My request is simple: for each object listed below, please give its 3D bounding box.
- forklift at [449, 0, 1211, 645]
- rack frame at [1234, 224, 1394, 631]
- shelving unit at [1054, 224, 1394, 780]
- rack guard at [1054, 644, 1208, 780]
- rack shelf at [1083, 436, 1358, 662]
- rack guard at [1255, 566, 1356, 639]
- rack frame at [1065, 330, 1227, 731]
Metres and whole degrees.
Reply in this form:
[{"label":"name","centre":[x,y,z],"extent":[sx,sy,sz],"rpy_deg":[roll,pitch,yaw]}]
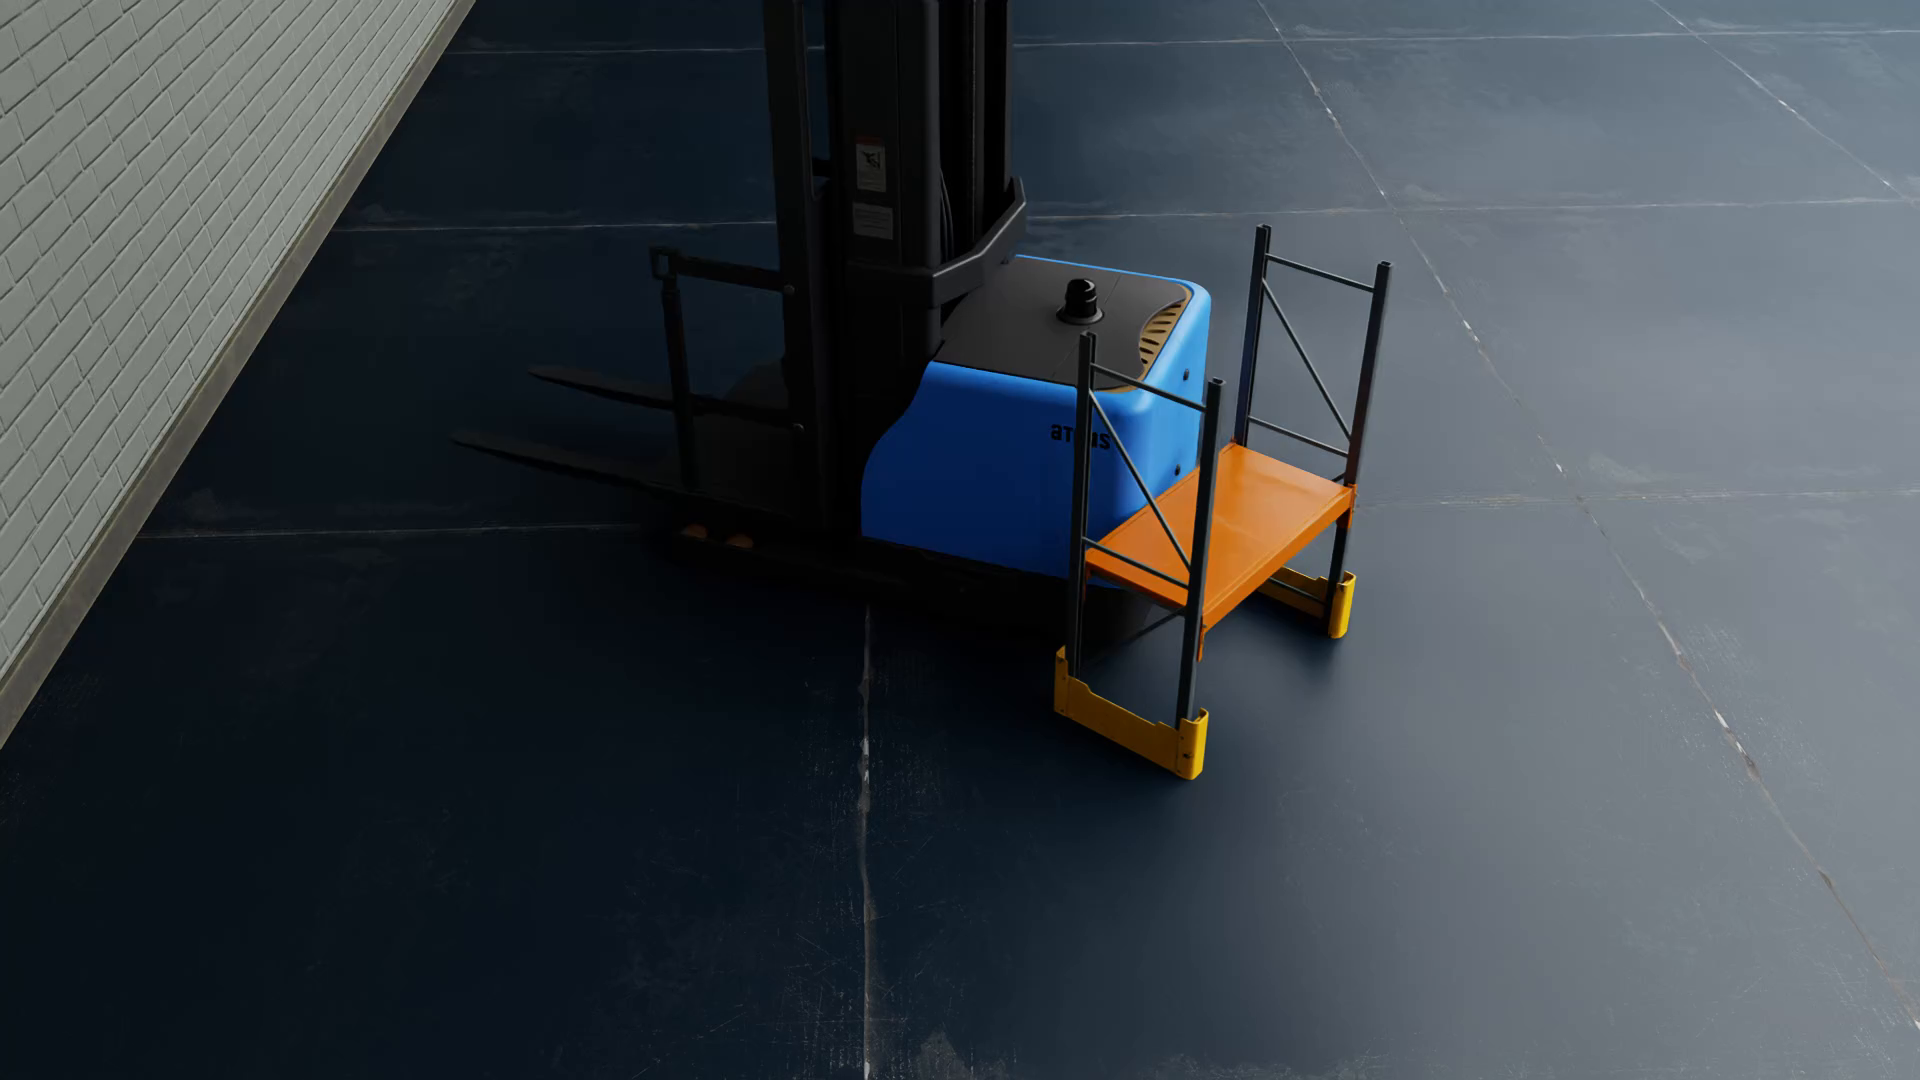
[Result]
[{"label":"forklift","centre":[-0.614,-1.327,6.093],"extent":[3.031,2.935,1.130],"rpy_deg":[12,36,17]},{"label":"rack frame","centre":[1.212,-0.366,5.962],"extent":[0.500,1.500,0.032],"rpy_deg":[25,42,32]},{"label":"shelving unit","centre":[0.893,-0.148,5.646],"extent":[0.587,1.500,1.083],"rpy_deg":[25,42,32]},{"label":"rack guard","centre":[0.575,0.584,5.686],"extent":[0.587,0.250,0.087],"rpy_deg":[25,42,32]},{"label":"rack shelf","centre":[0.887,0.004,5.742],"extent":[0.538,0.185,1.000],"rpy_deg":[25,42,32]},{"label":"rack guard","centre":[1.211,0.148,6.317],"extent":[0.587,0.250,0.087],"rpy_deg":[25,42,32]},{"label":"rack frame","centre":[0.563,0.079,5.318],"extent":[0.500,1.500,0.032],"rpy_deg":[25,42,32]}]
